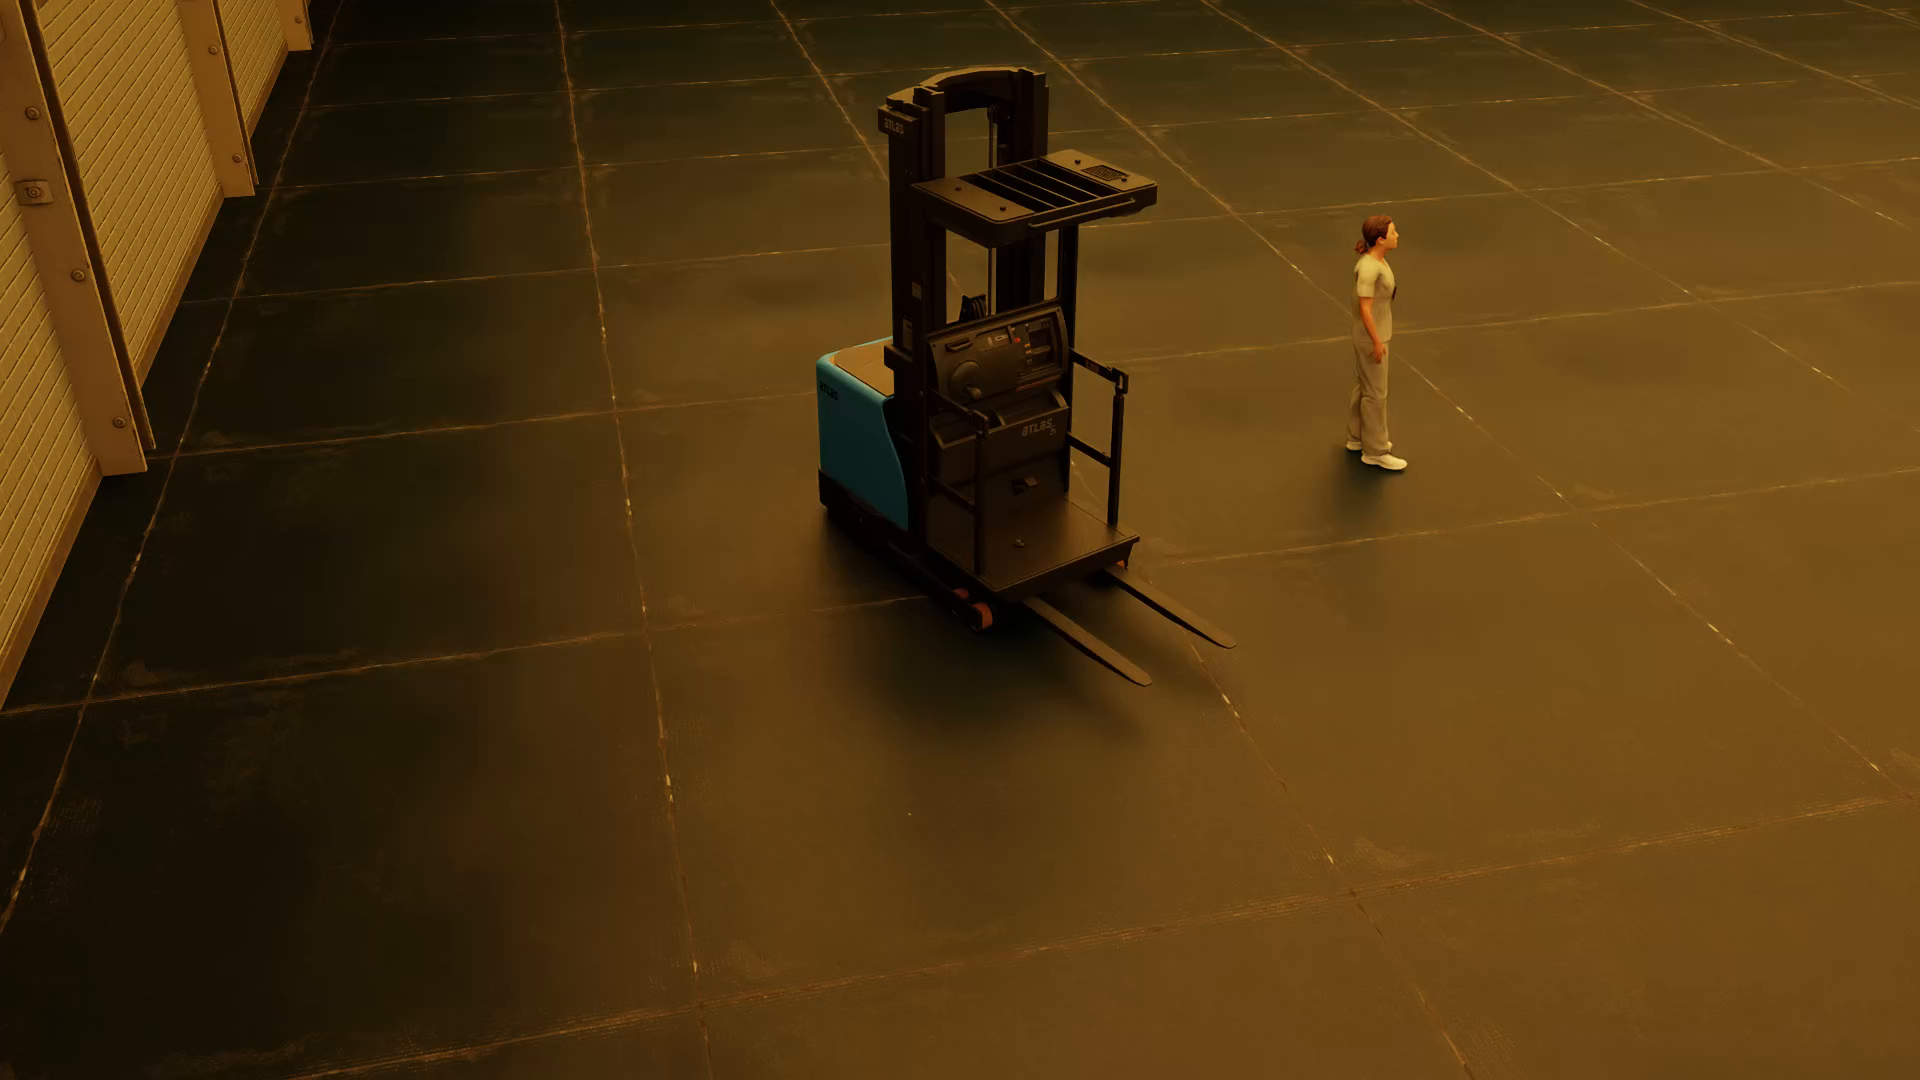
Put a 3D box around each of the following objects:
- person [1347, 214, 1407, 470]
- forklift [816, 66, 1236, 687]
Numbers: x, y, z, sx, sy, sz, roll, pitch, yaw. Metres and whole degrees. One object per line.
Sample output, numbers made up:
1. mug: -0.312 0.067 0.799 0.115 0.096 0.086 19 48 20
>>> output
1. person: 2.835 -1.345 11.149 0.550 1.663 0.546 8 31 14
2. forklift: 0.355 -1.021 9.338 1.130 2.935 3.031 -20 35 -30
